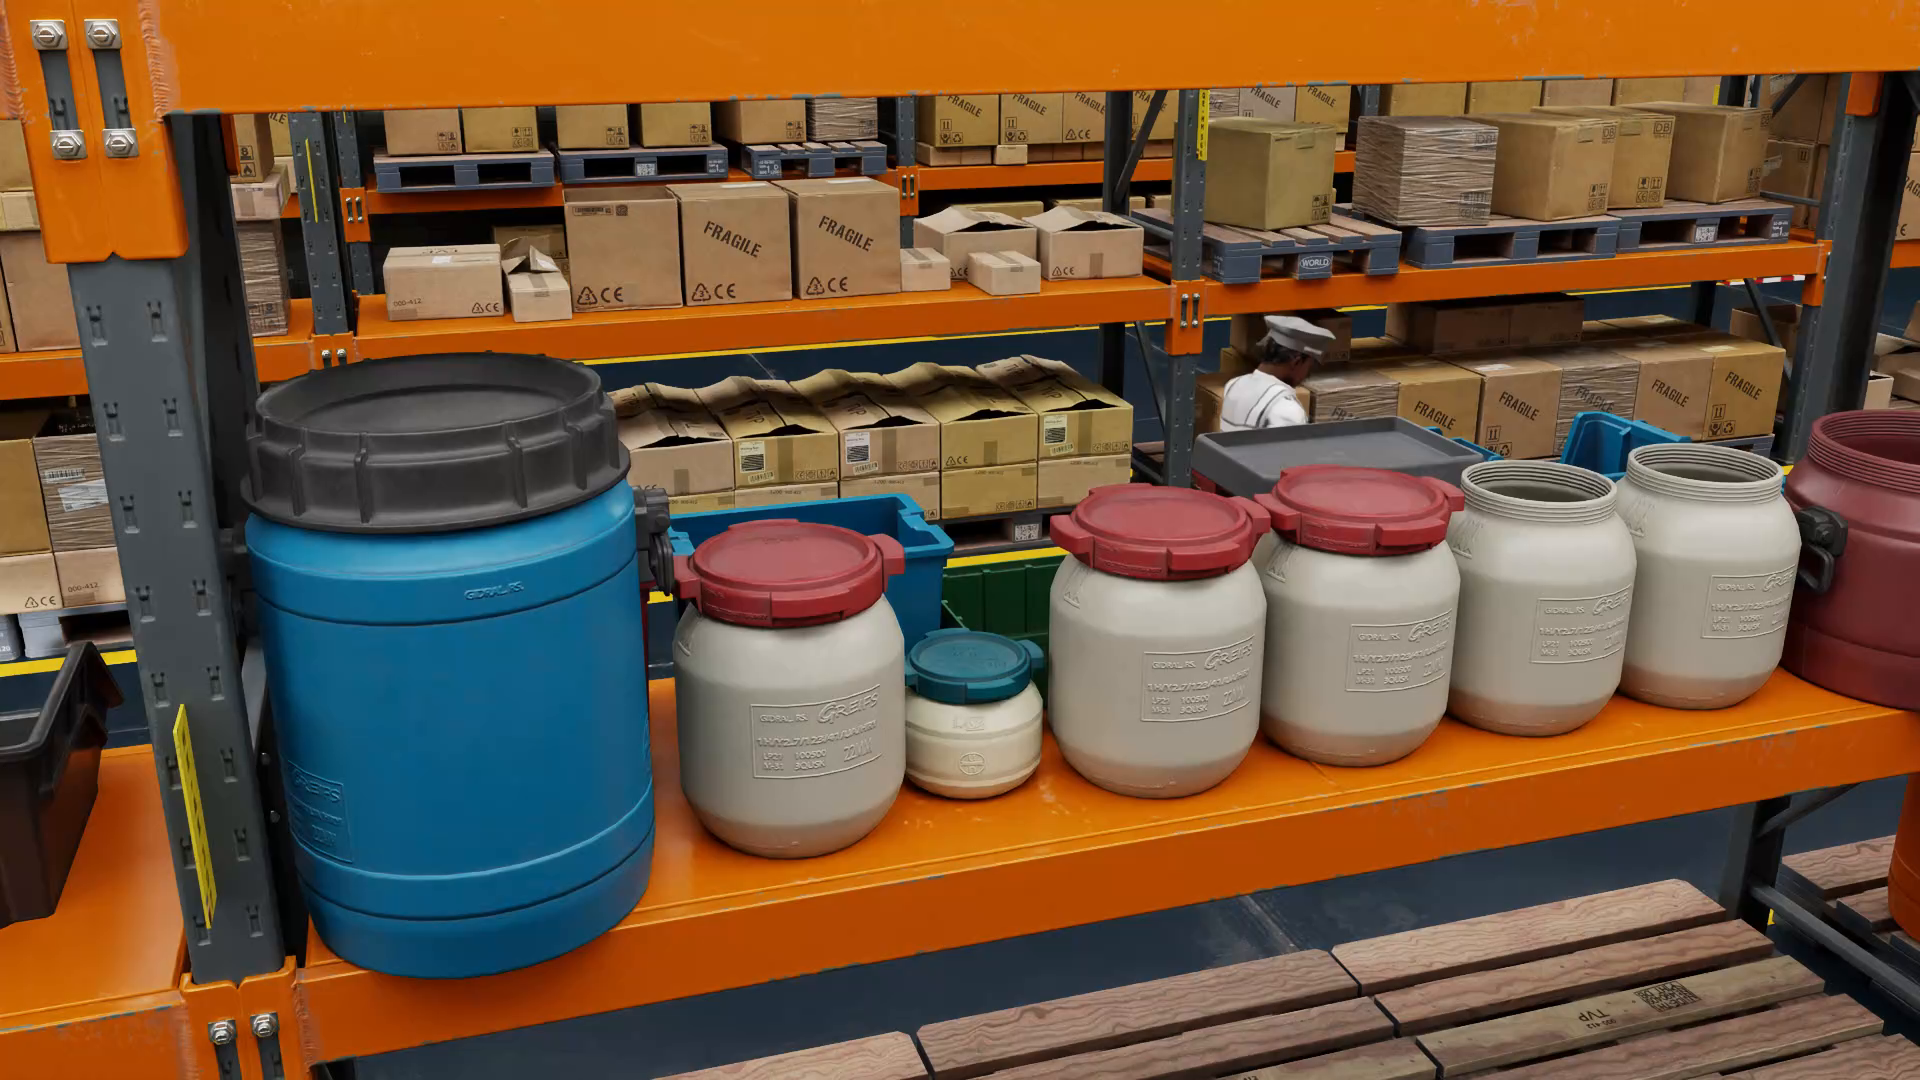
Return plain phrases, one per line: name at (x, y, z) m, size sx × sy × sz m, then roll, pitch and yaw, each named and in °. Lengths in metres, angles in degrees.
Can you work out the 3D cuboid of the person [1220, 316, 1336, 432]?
person at (1.130, -0.014, 6.167) m, size 0.410 × 1.636 × 0.450 m, roll -6°, pitch 20°, yaw -16°
